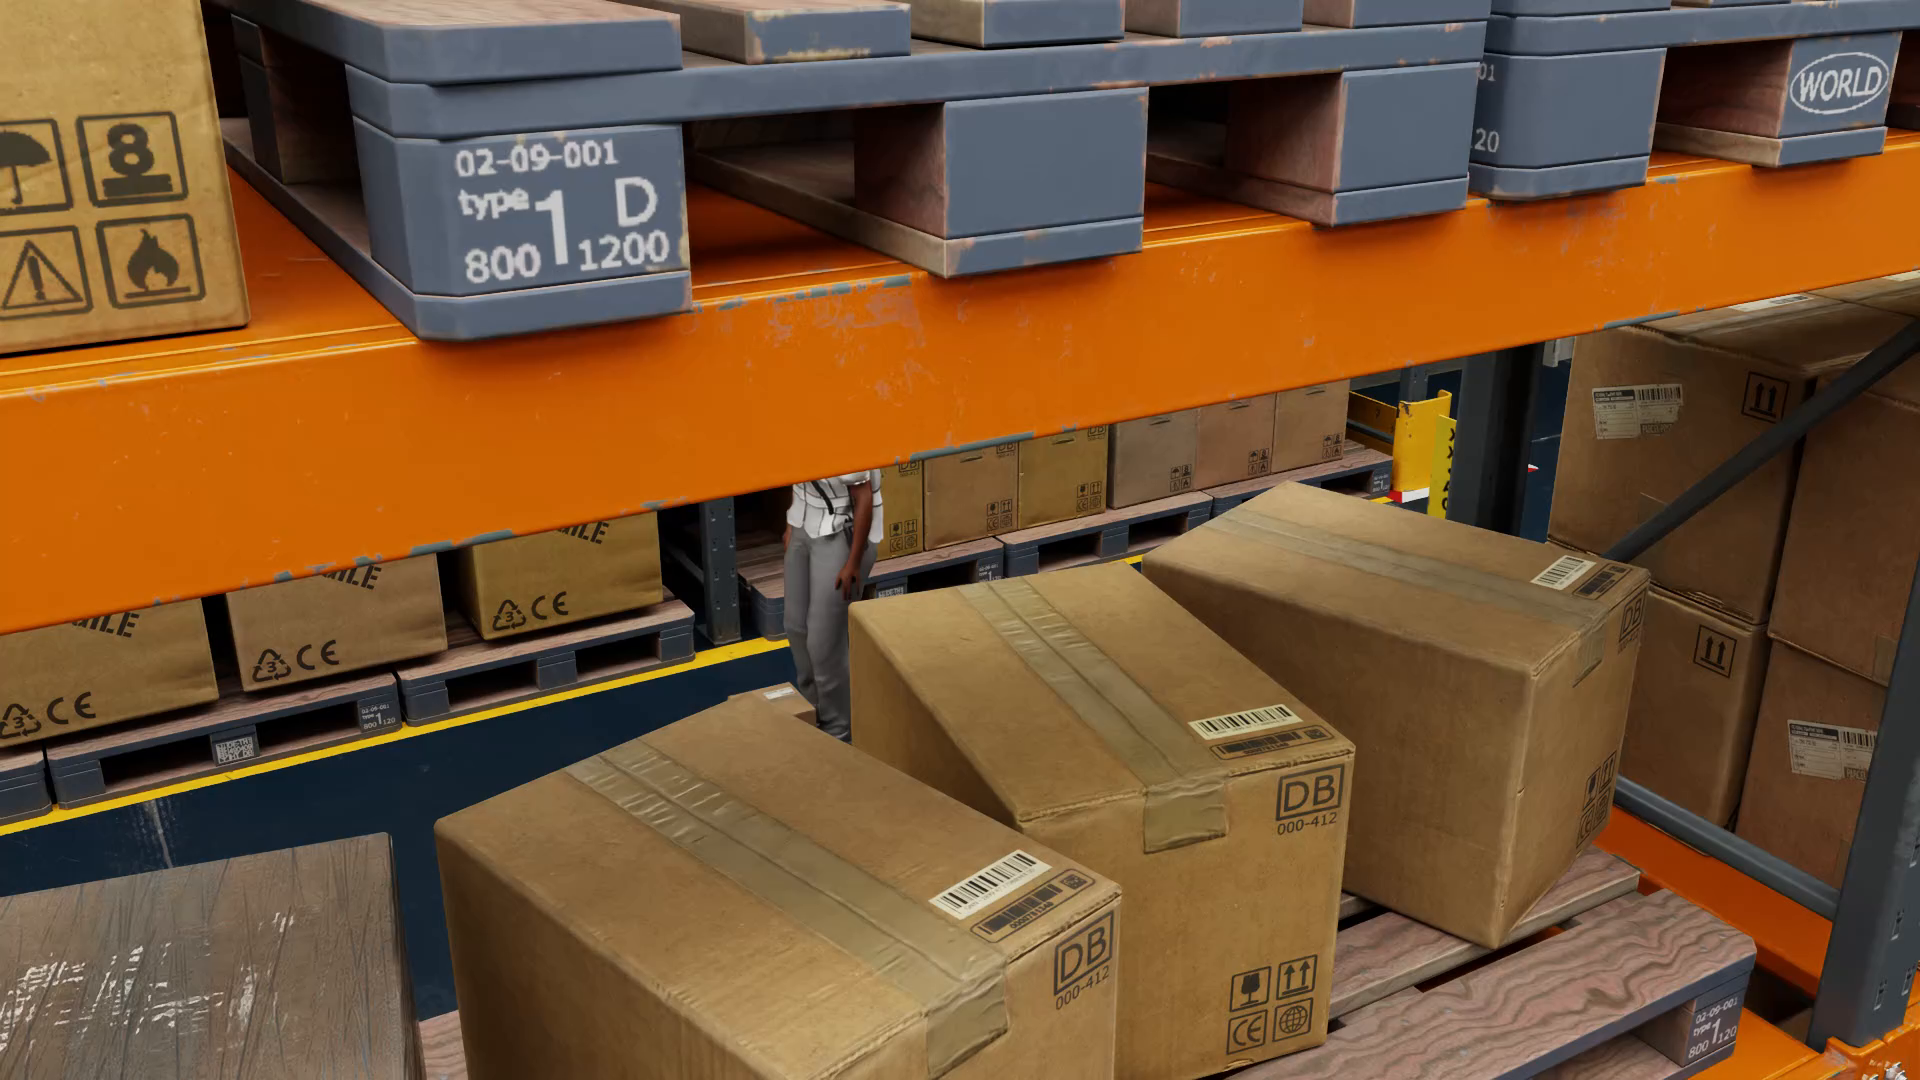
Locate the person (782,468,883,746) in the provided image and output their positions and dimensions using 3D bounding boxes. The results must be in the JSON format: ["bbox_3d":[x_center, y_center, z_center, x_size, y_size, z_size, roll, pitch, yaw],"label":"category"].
[{"bbox_3d":[-0.513,0.018,6.049,0.427,1.655,0.516,-14,26,-31],"label":"person"}]
